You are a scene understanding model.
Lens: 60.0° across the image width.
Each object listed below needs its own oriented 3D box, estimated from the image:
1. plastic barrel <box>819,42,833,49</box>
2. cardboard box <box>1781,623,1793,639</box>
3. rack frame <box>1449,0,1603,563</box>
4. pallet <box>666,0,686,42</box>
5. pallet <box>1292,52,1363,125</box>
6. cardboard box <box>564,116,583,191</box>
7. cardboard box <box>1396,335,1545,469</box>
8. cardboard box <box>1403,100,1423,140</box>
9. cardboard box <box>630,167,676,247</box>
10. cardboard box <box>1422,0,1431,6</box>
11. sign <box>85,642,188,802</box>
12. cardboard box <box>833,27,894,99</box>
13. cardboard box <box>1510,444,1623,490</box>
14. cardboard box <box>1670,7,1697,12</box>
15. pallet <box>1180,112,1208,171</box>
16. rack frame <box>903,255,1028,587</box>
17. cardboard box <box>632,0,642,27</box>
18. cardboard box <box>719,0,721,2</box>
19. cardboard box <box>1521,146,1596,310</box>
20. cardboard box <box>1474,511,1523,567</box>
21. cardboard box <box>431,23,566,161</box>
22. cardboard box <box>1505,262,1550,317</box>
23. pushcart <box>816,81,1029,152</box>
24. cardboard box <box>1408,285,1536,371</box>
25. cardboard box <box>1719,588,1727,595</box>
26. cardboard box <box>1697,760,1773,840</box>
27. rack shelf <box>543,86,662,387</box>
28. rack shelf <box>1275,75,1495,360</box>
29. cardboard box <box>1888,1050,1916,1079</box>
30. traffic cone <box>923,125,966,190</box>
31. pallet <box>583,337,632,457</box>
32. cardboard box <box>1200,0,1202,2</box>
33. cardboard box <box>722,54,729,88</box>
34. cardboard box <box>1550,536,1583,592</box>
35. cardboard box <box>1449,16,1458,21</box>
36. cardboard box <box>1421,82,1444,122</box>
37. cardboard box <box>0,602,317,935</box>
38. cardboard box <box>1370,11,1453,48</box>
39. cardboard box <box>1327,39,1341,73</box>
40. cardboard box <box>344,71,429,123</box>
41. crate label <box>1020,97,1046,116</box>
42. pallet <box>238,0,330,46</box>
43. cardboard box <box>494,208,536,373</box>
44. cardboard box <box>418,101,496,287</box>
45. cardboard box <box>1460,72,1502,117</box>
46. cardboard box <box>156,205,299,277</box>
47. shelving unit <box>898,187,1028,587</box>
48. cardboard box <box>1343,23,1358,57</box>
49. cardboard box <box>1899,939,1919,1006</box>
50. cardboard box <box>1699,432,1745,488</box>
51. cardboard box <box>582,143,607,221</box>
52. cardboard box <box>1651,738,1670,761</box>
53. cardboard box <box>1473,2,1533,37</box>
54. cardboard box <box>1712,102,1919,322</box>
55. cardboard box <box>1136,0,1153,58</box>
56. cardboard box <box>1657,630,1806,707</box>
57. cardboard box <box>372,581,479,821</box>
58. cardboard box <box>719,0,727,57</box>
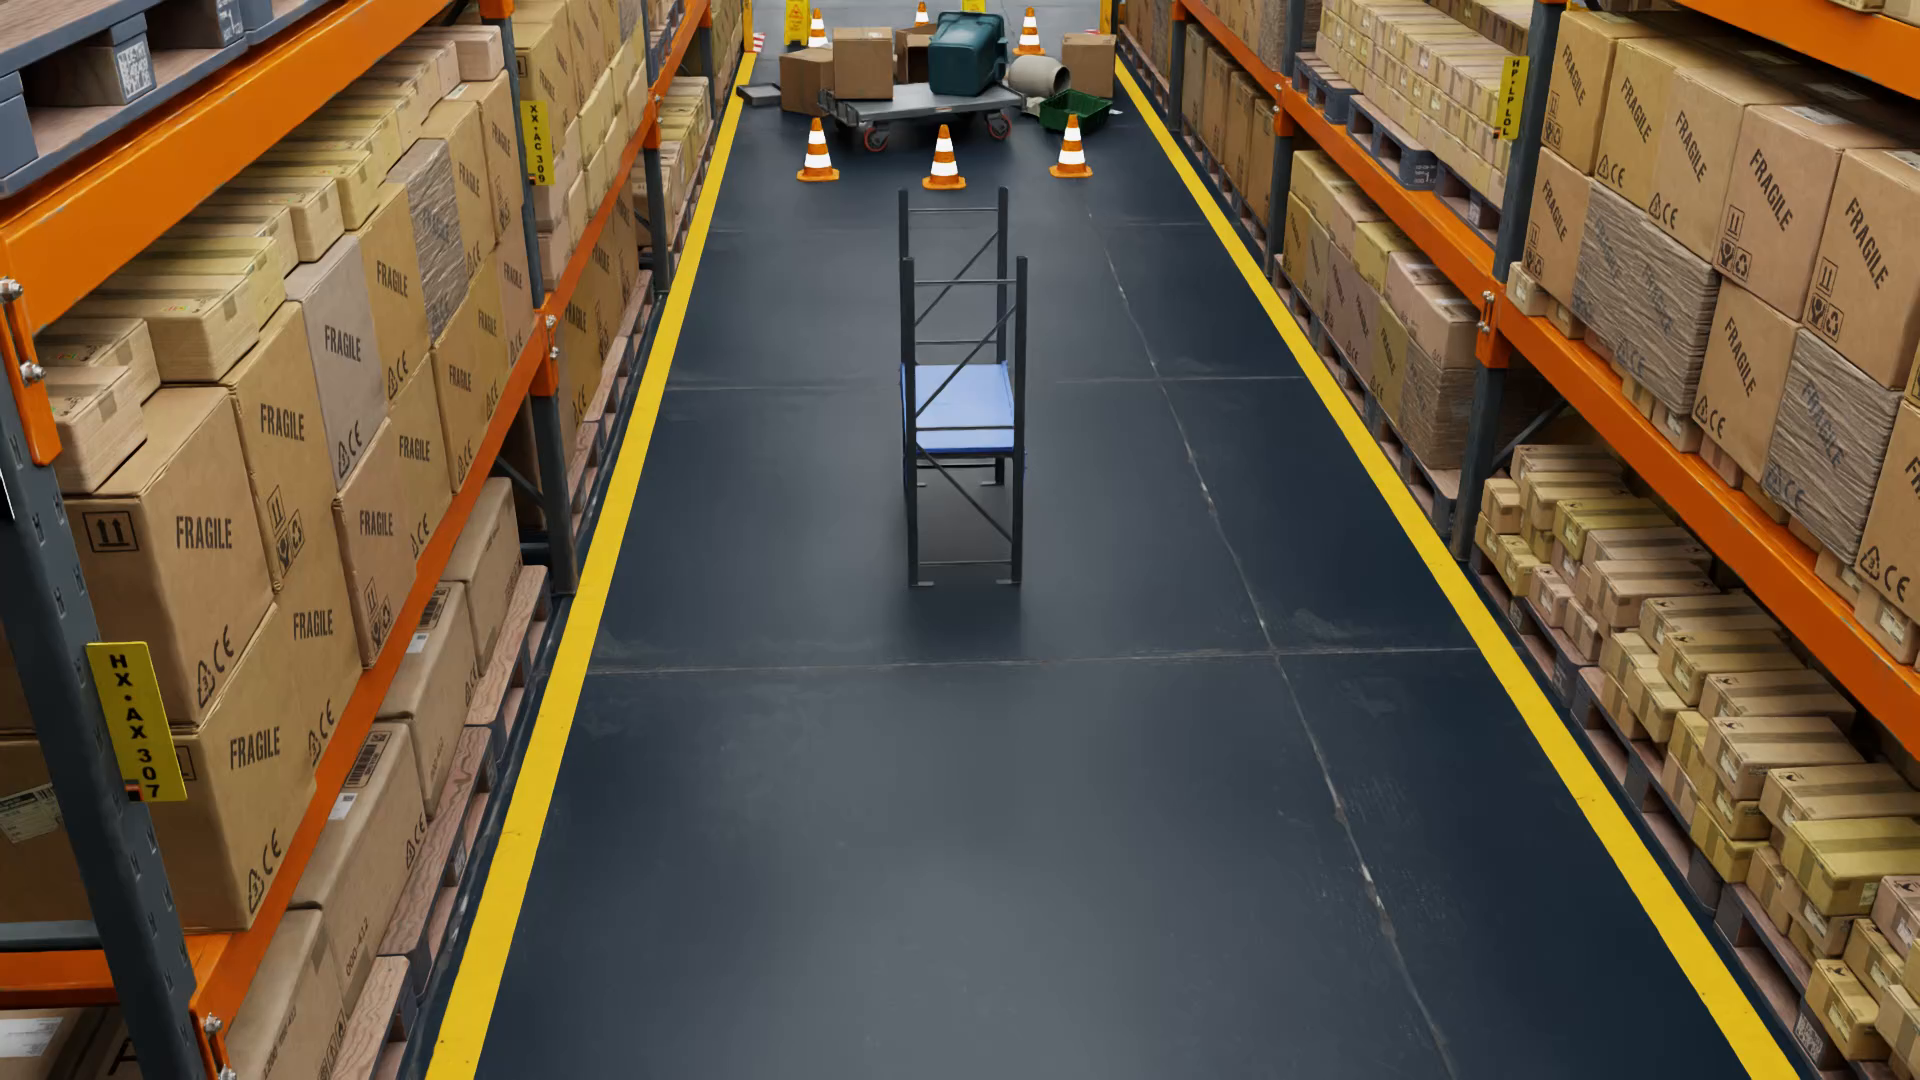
[{"bbox_3d":[-1.192,-4.582,16.077,0.512,0.421,0.421,19,33,32],"label":"plastic barrel"},{"bbox_3d":[3.173,0.307,5.903,0.380,0.149,0.250,-2,28,-4],"label":"cardboard box"},{"bbox_3d":[2.753,-1.266,6.933,1.000,3.000,0.127,-1,28,-3],"label":"rack frame"},{"bbox_3d":[-2.538,-3.775,11.951,1.003,0.211,1.213,-1,28,-3],"label":"pallet"},{"bbox_3d":[2.688,-2.701,9.893,1.213,0.211,1.003,-1,28,-3],"label":"pallet"},{"bbox_3d":[-1.981,-1.705,7.396,0.500,0.250,0.500,-1,28,-2],"label":"cardboard box"},{"bbox_3d":[2.463,-0.679,8.058,0.500,0.500,0.500,-2,28,-4],"label":"cardboard box"},{"bbox_3d":[2.464,-2.121,8.390,0.380,0.149,0.250,0,28,0],"label":"cardboard box"},{"bbox_3d":[-2.413,-2.229,11.167,0.950,0.372,0.625,-3,28,-6],"label":"cardboard box"},{"bbox_3d":[2.790,-3.371,10.862,0.500,0.500,0.500,-1,28,-2],"label":"cardboard box"},{"bbox_3d":[-1.421,0.318,2.874,0.100,0.325,0.005,-1,28,-3],"label":"sign"},{"bbox_3d":[-0.827,-4.078,14.210,0.500,0.500,0.500,-1,28,-3],"label":"cardboard box"},{"bbox_3d":[2.564,-0.287,7.043,0.380,0.149,0.250,0,28,-1],"label":"cardboard box"},{"bbox_3d":[7.165,-4.846,16.046,0.500,0.500,0.500,-4,28,-7],"label":"cardboard box"},{"bbox_3d":[2.451,-3.369,13.982,1.003,0.211,1.213,-1,28,-3],"label":"pallet"},{"bbox_3d":[0.022,-0.470,7.029,0.500,1.500,0.032,-1,28,-3],"label":"rack frame"},{"bbox_3d":[-2.105,-3.202,9.456,0.500,0.500,0.500,-2,28,-4],"label":"cardboard box"},{"bbox_3d":[-2.339,-4.957,15.016,0.380,0.149,0.250,0,28,-1],"label":"cardboard box"},{"bbox_3d":[2.527,-1.207,6.391,0.500,0.500,0.500,-2,28,-4],"label":"cardboard box"},{"bbox_3d":[2.451,-0.012,7.158,0.380,0.149,0.250,-3,28,-5],"label":"cardboard box"},{"bbox_3d":[-1.921,-1.797,6.763,0.500,0.500,0.500,-1,28,-2],"label":"cardboard box"},{"bbox_3d":[2.441,-1.016,6.725,0.380,0.149,0.250,0,28,-1],"label":"cardboard box"},{"bbox_3d":[-0.328,-3.709,14.454,1.648,0.377,0.936,-11,30,-20],"label":"pushcart"},{"bbox_3d":[2.462,-1.014,7.888,0.500,0.250,0.500,-2,28,-4],"label":"cardboard box"},{"bbox_3d":[3.060,0.184,6.460,0.380,0.149,0.250,-1,28,-2],"label":"cardboard box"},{"bbox_3d":[2.581,0.812,5.257,0.380,0.149,0.250,-1,28,-2],"label":"cardboard box"},{"bbox_3d":[-2.289,-1.704,8.552,1.077,0.370,4.000,-1,28,-3],"label":"rack shelf"},{"bbox_3d":[2.649,-1.870,8.870,1.077,0.370,4.000,-1,28,-3],"label":"rack shelf"},{"bbox_3d":[2.726,1.421,4.410,0.380,0.149,0.250,-1,28,-2],"label":"cardboard box"},{"bbox_3d":[-0.126,-3.020,13.041,0.336,0.463,0.334,-1,28,-3],"label":"traffic cone"},{"bbox_3d":[-2.367,-0.782,9.022,1.003,0.211,1.213,-1,28,-3],"label":"pallet"},{"bbox_3d":[2.121,-4.522,13.068,0.500,0.500,0.500,-1,28,-2],"label":"cardboard box"},{"bbox_3d":[-2.403,-4.286,15.244,0.500,0.250,0.500,0,28,0],"label":"cardboard box"},{"bbox_3d":[2.604,0.082,6.657,0.380,0.149,0.250,-2,28,-3],"label":"cardboard box"},{"bbox_3d":[3.040,-2.979,9.714,0.380,0.149,0.250,0,28,-1],"label":"cardboard box"},{"bbox_3d":[2.479,-2.134,8.094,0.380,0.149,0.250,-3,28,-5],"label":"cardboard box"},{"bbox_3d":[-1.714,0.475,3.488,0.500,0.500,0.500,-2,28,-3],"label":"cardboard box"},{"bbox_3d":[2.429,-2.749,8.951,0.380,0.149,0.250,0,28,0],"label":"cardboard box"},{"bbox_3d":[2.380,-2.852,9.793,0.380,0.149,0.250,0,28,0],"label":"cardboard box"},{"bbox_3d":[-1.911,-1.384,5.269,0.380,0.149,0.250,-2,28,-3],"label":"cardboard box"},{"bbox_3d":[0.700,-3.961,15.196,0.298,0.136,0.250,-23,35,-37],"label":"crate label"},{"bbox_3d":[-2.092,-1.450,4.139,1.003,0.211,1.213,-1,28,-3],"label":"pallet"},{"bbox_3d":[-1.905,-0.936,6.192,0.500,0.500,0.500,-1,28,-2],"label":"cardboard box"},{"bbox_3d":[-1.866,-1.141,5.505,0.500,0.500,0.500,-2,28,-3],"label":"cardboard box"},{"bbox_3d":[2.511,-2.028,7.569,0.380,0.149,0.250,-2,28,-4],"label":"cardboard box"},{"bbox_3d":[-1.800,-0.681,3.922,0.380,0.149,0.250,-1,28,-2],"label":"cardboard box"},{"bbox_3d":[-0.004,-0.704,7.479,0.538,1.500,1.048,-1,28,-3],"label":"shelving unit"},{"bbox_3d":[2.402,-2.843,9.453,0.380,0.149,0.250,-2,28,-4],"label":"cardboard box"},{"bbox_3d":[2.681,1.157,4.273,0.380,0.149,0.250,-1,28,-2],"label":"cardboard box"},{"bbox_3d":[2.619,-0.286,5.326,0.380,0.149,0.250,0,28,-1],"label":"cardboard box"},{"bbox_3d":[-1.984,-1.718,7.963,0.500,0.250,0.500,-2,28,-3],"label":"cardboard box"},{"bbox_3d":[2.650,0.706,5.782,0.380,0.149,0.250,-1,28,-1],"label":"cardboard box"},{"bbox_3d":[3.070,-2.876,9.195,0.380,0.149,0.250,-1,28,-1],"label":"cardboard box"},{"bbox_3d":[2.596,-0.961,4.839,0.500,0.500,0.500,-2,28,-4],"label":"cardboard box"},{"bbox_3d":[2.276,-5.334,16.576,0.875,0.875,0.875,-2,28,-3],"label":"cardboard box"},{"bbox_3d":[2.620,0.435,5.658,0.380,0.149,0.250,-1,28,-2],"label":"cardboard box"},{"bbox_3d":[-2.212,0.556,5.756,0.875,0.438,0.875,-2,28,-4],"label":"cardboard box"},{"bbox_3d":[-2.403,-4.619,15.072,0.500,0.500,0.500,0,28,-1],"label":"cardboard box"}]
